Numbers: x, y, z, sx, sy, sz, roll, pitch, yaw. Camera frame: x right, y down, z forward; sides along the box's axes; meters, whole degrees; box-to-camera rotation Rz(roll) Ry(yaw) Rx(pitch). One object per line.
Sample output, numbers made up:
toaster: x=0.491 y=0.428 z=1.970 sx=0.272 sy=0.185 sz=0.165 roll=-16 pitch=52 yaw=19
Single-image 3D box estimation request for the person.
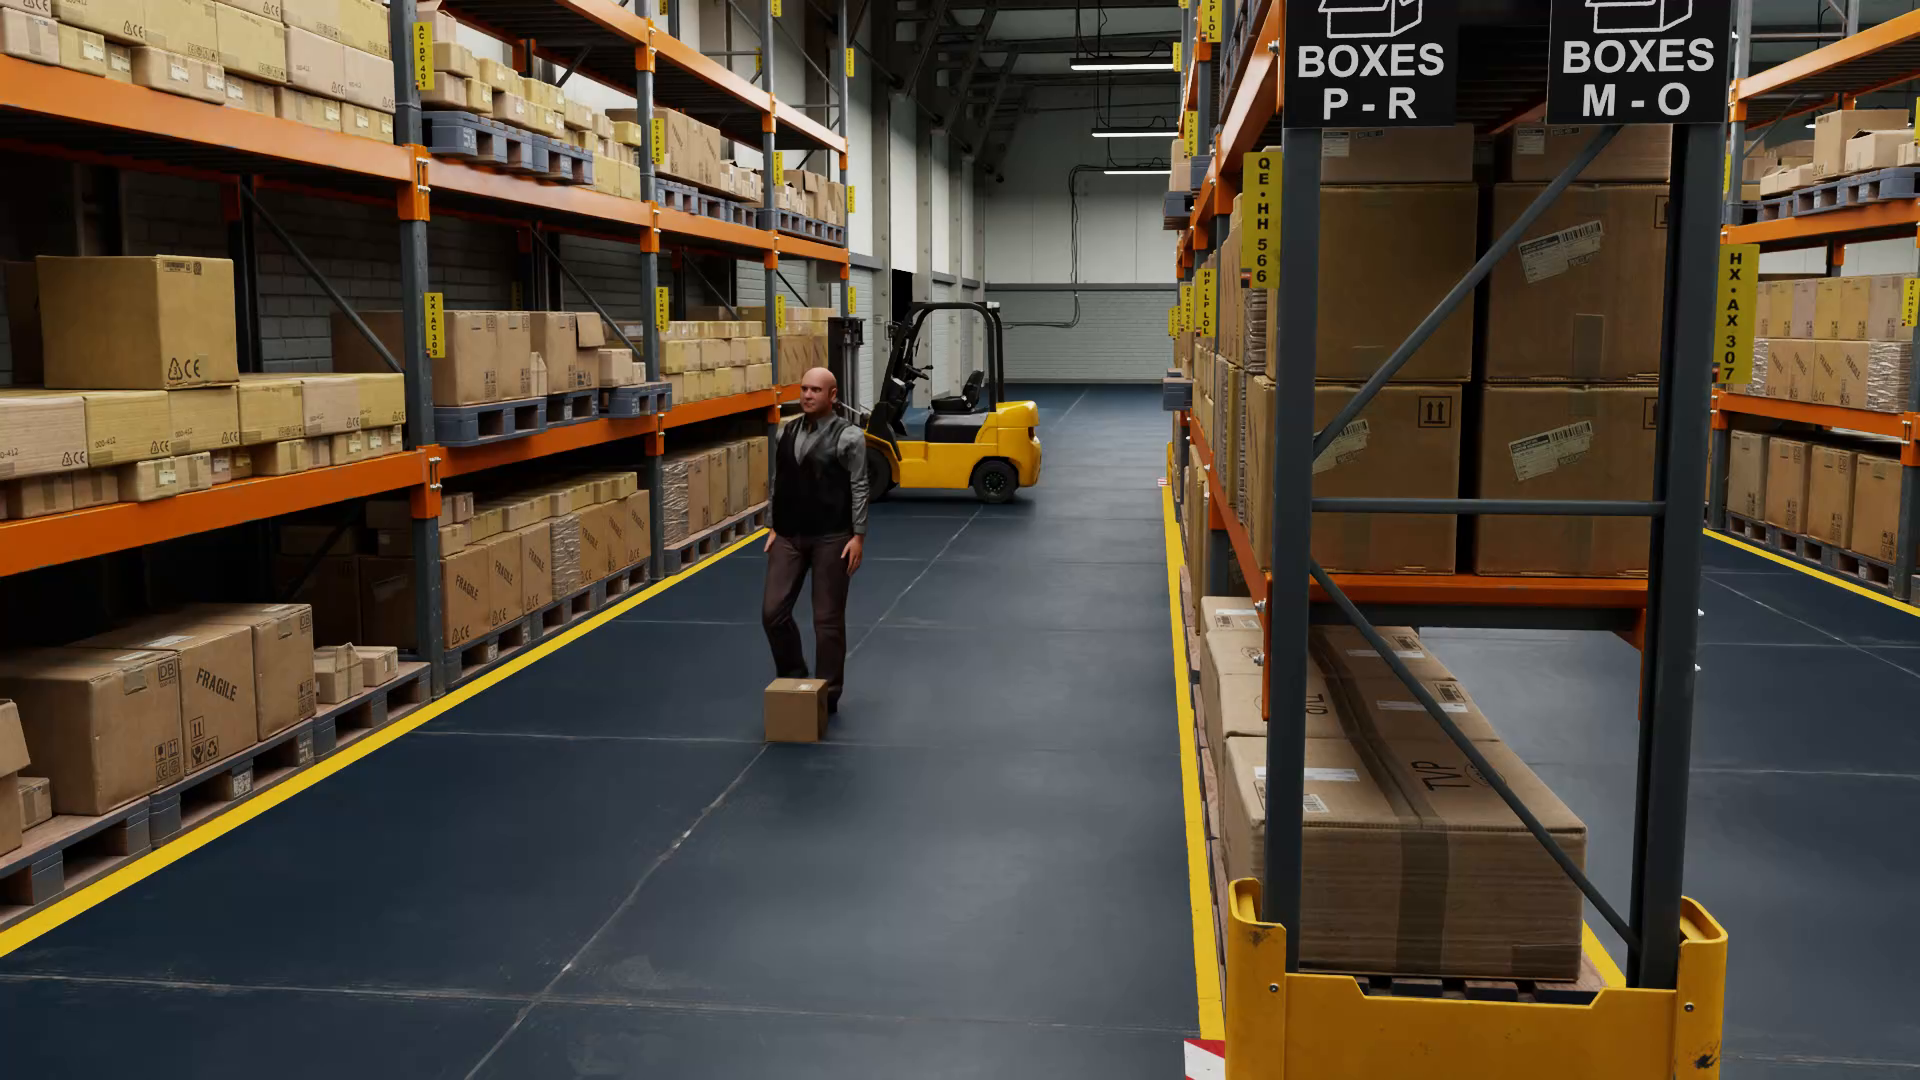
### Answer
person: x=-0.728 y=0.026 z=8.236 sx=0.545 sy=1.750 sz=0.394 roll=3 pitch=8 yaw=23
